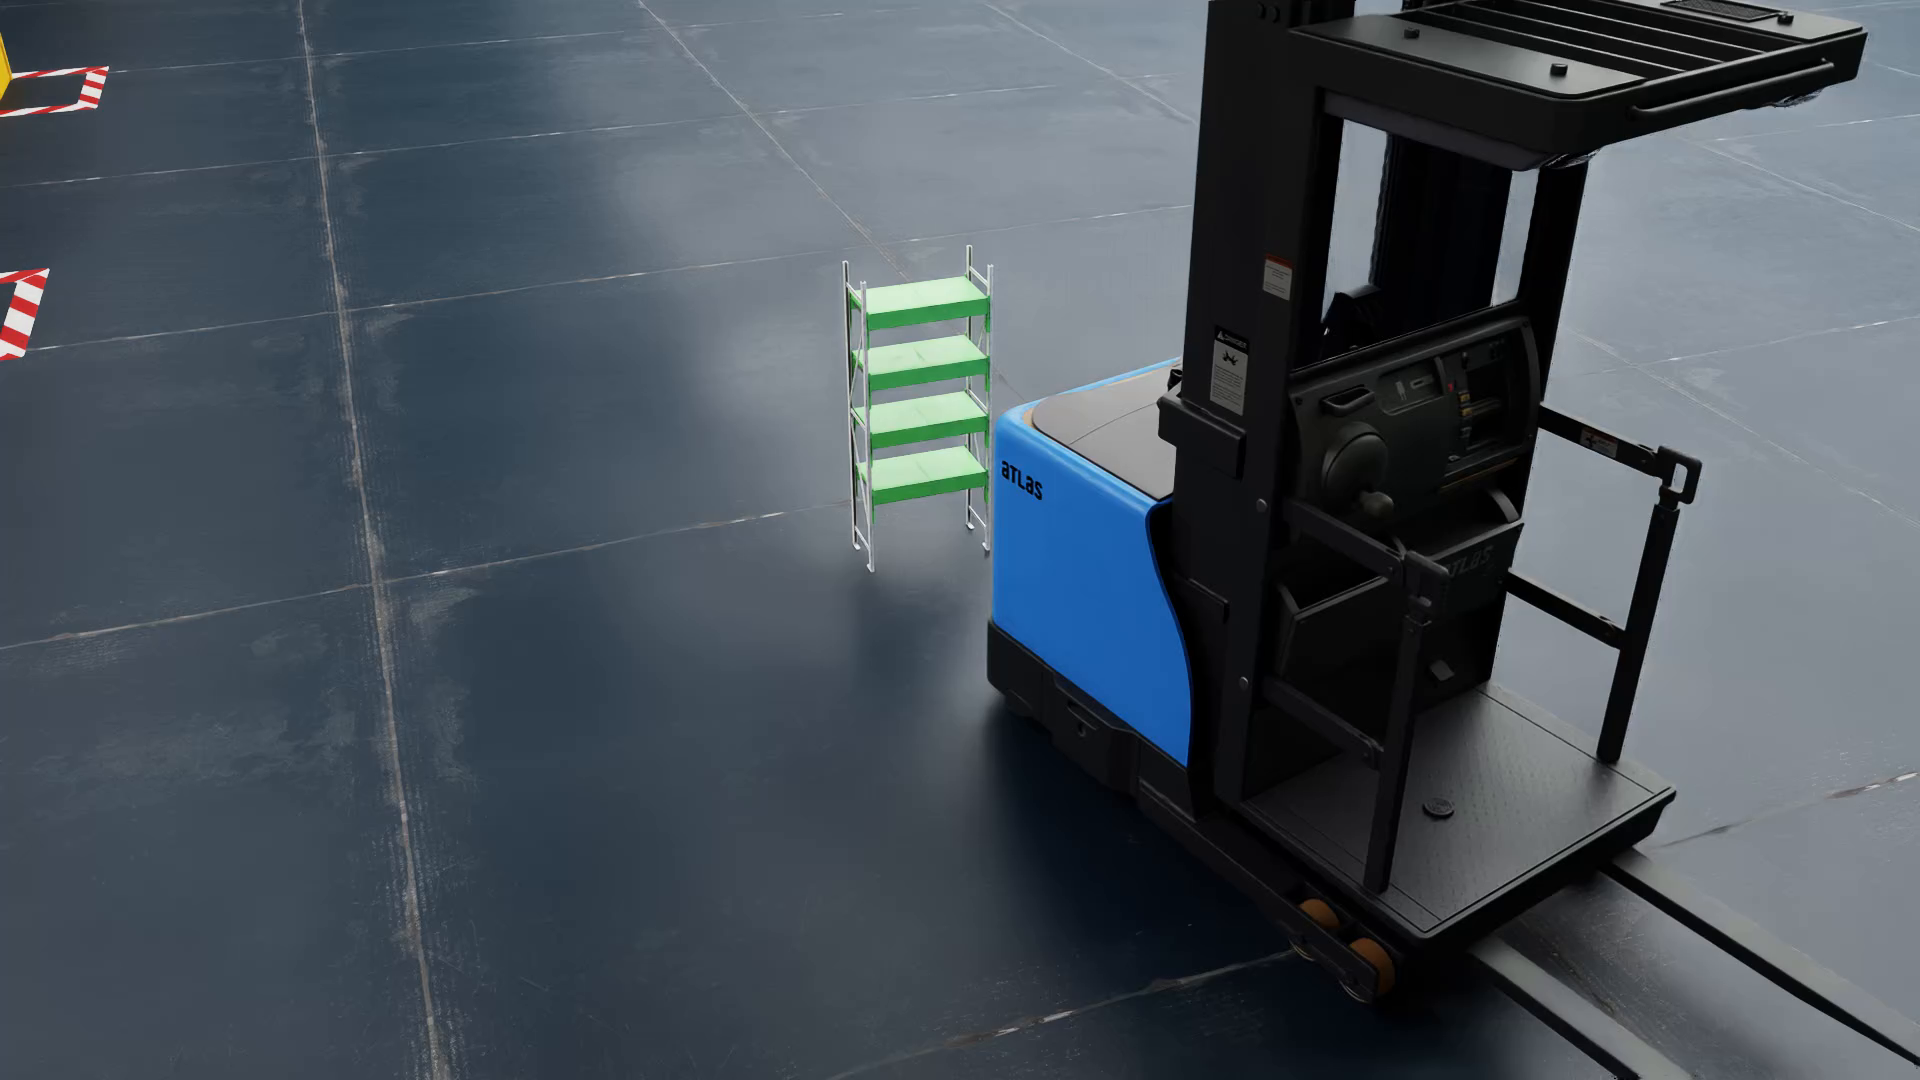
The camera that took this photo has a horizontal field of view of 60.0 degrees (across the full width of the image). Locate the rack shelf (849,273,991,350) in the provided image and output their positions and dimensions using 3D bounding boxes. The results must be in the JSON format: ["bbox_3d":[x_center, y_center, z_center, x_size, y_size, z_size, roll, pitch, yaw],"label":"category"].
[{"bbox_3d":[-0.155,-0.854,6.197,0.480,0.148,0.258,-10,31,-18],"label":"rack shelf"}]

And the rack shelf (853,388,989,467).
[{"bbox_3d":[-0.155,-0.437,6.434,0.480,0.148,0.258,-10,31,-18],"label":"rack shelf"}]

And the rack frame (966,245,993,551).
[{"bbox_3d":[0.074,-0.535,6.477,0.015,1.200,0.240,-10,31,-18],"label":"rack frame"}]

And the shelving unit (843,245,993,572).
[{"bbox_3d":[-0.155,-0.493,6.403,0.503,1.200,0.258,-10,31,-18],"label":"shelving unit"}]

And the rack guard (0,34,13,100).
[{"bbox_3d":[-7.477,-3.599,12.563,0.348,0.500,1.175,-10,31,-18],"label":"rack guard"}]

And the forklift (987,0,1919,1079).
[{"bbox_3d":[1.352,-0.288,4.295,1.130,2.935,3.031,-19,35,-30],"label":"forklift"}]

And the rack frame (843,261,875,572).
[{"bbox_3d":[-0.384,-0.451,6.329,0.015,1.200,0.240,-10,31,-18],"label":"rack frame"}]

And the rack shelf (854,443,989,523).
[{"bbox_3d":[-0.155,-0.229,6.553,0.480,0.148,0.258,-10,31,-18],"label":"rack shelf"}]

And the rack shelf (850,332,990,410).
[{"bbox_3d":[-0.155,-0.646,6.316,0.480,0.148,0.258,-10,31,-18],"label":"rack shelf"}]
